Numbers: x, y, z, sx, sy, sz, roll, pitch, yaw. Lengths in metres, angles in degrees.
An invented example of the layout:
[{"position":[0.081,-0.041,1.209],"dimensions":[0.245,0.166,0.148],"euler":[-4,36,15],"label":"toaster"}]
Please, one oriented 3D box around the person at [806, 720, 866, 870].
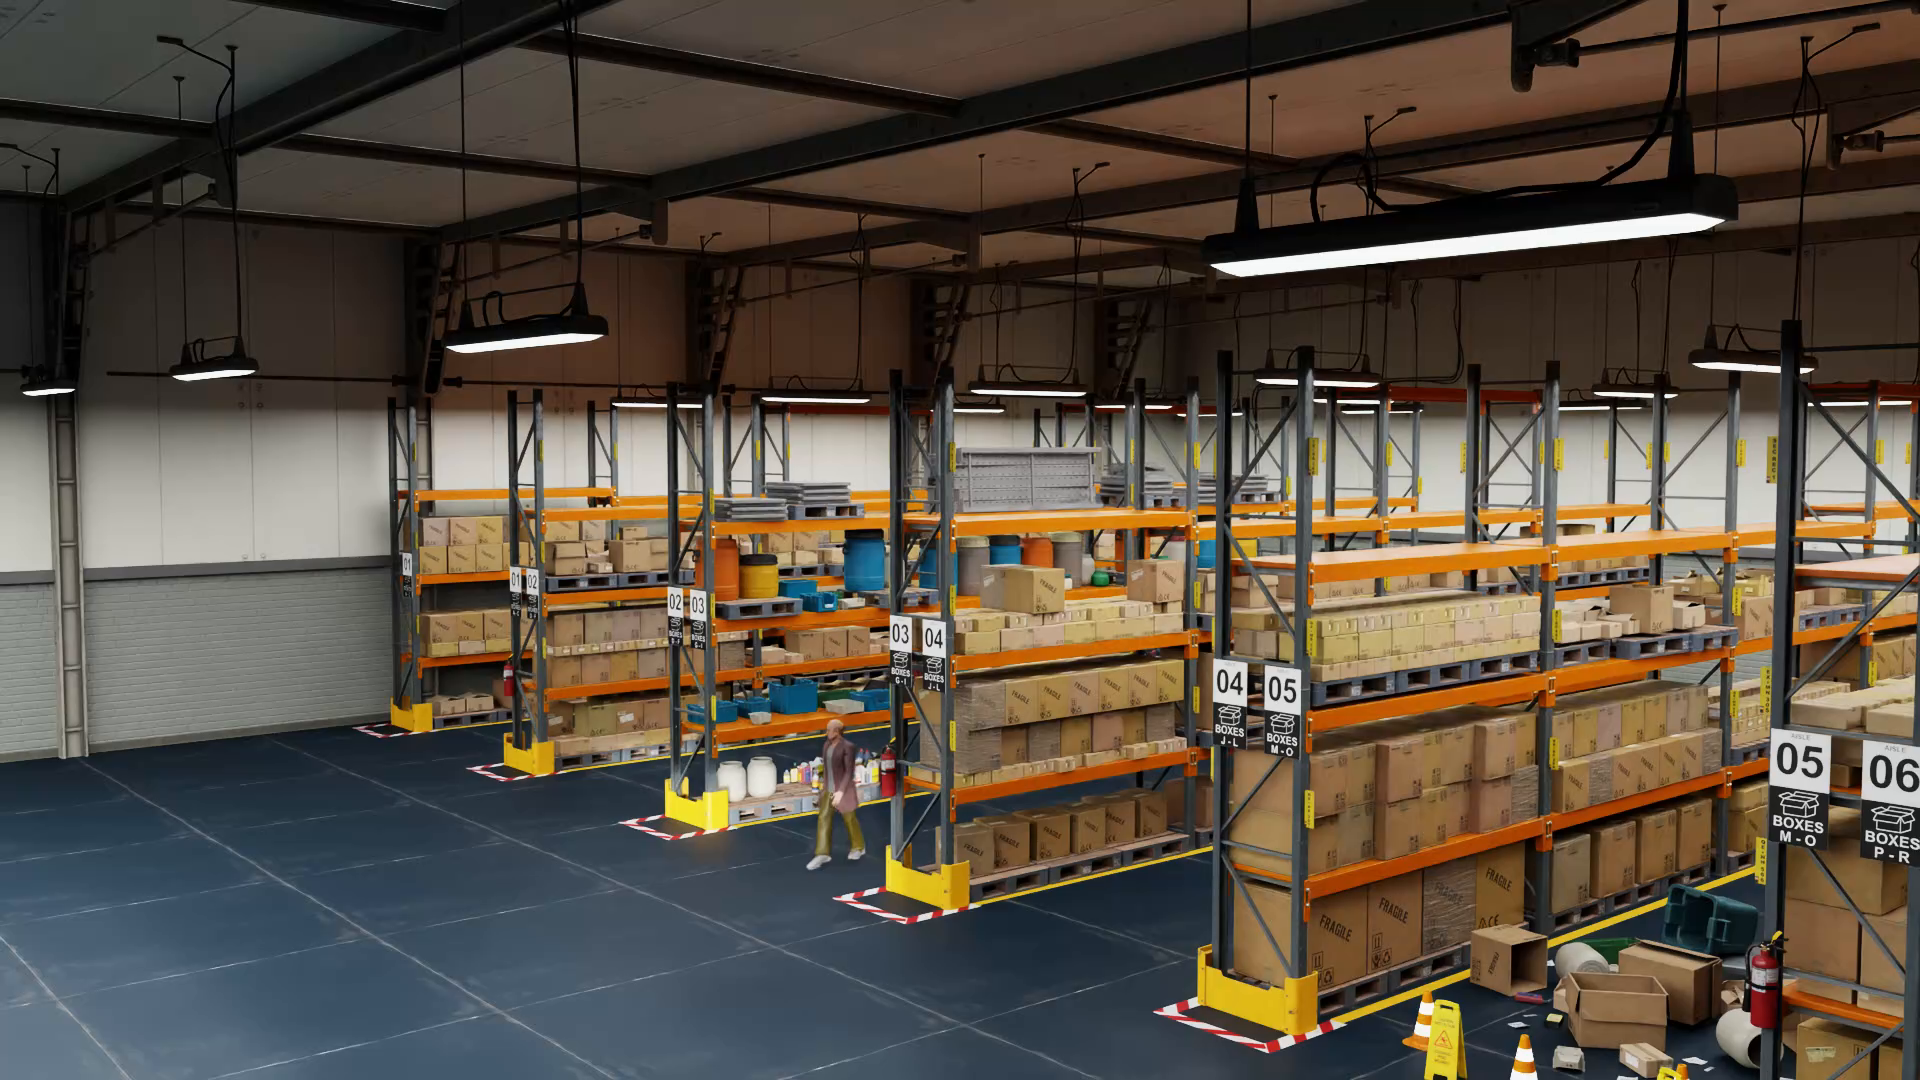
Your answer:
[{"position":[-1.521,3.098,20.387],"dimensions":[0.606,1.767,0.900],"euler":[3,4,40],"label":"person"}]
